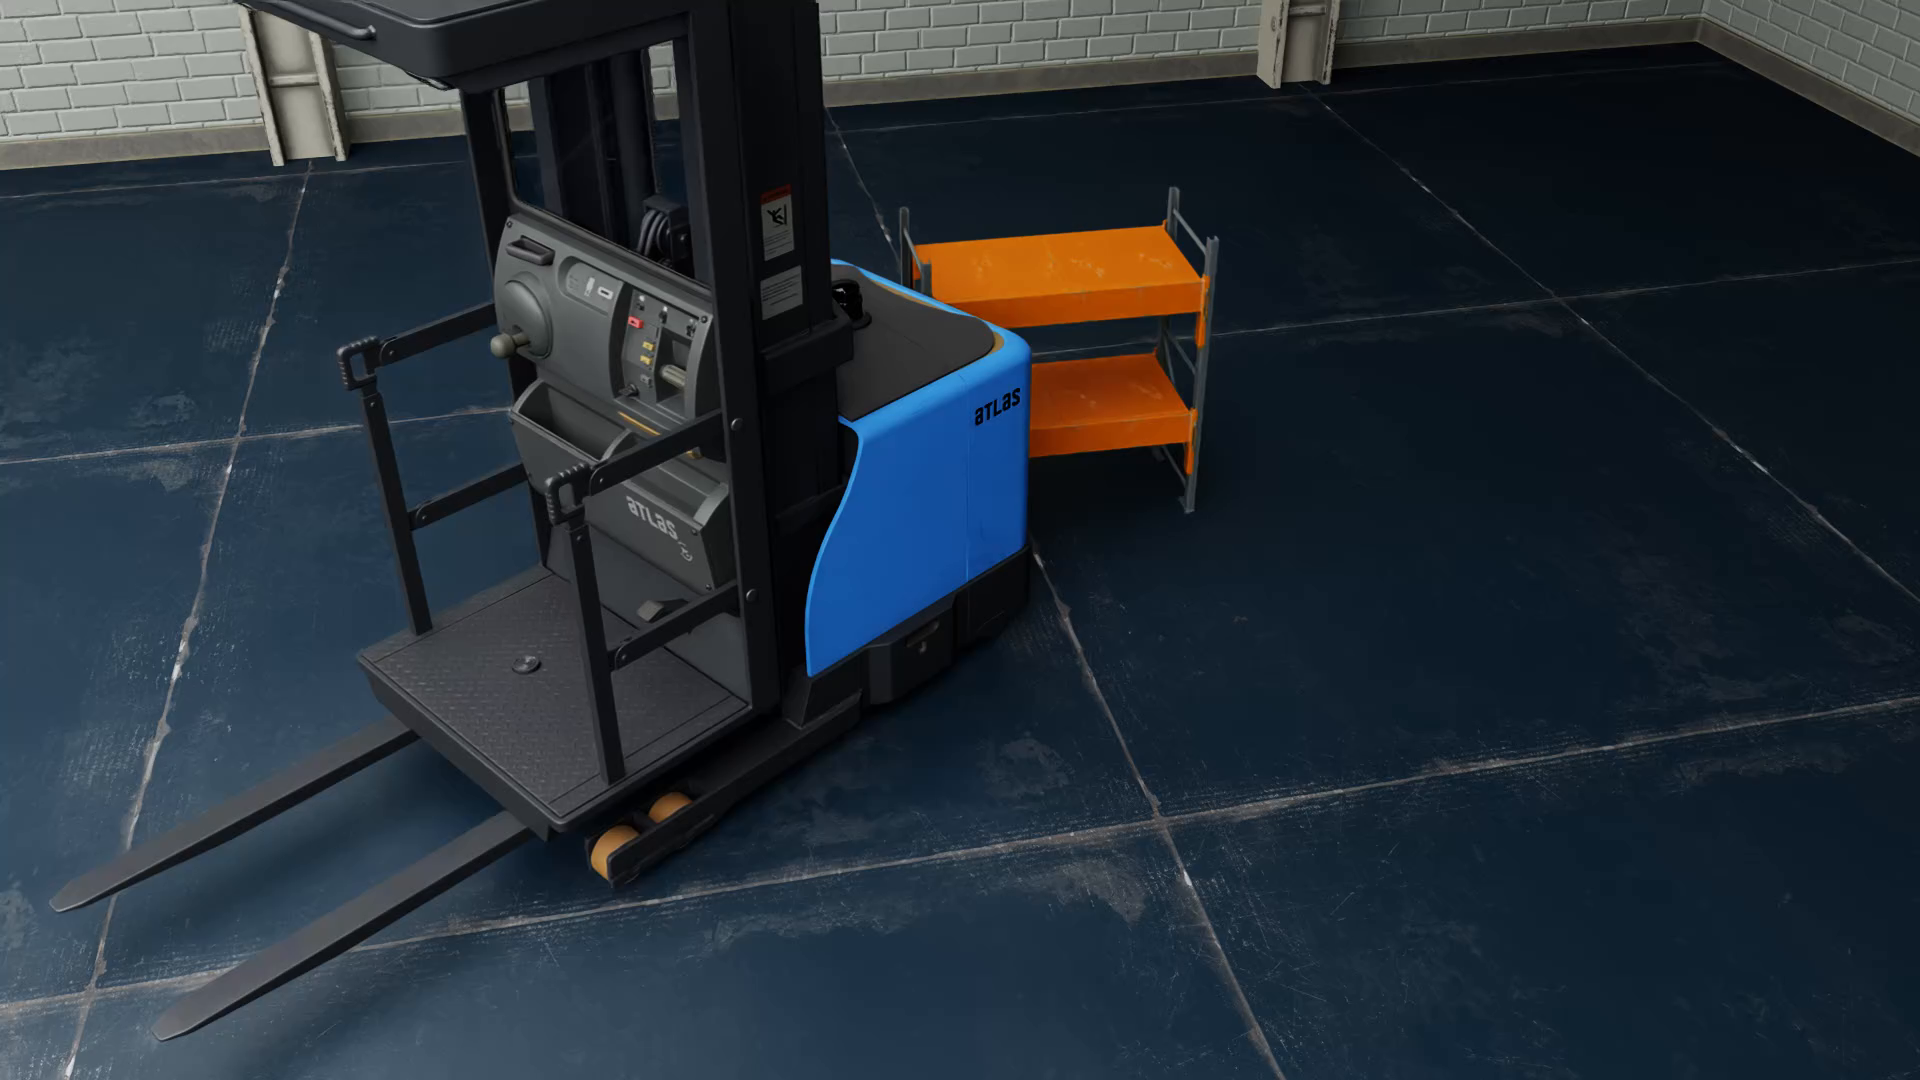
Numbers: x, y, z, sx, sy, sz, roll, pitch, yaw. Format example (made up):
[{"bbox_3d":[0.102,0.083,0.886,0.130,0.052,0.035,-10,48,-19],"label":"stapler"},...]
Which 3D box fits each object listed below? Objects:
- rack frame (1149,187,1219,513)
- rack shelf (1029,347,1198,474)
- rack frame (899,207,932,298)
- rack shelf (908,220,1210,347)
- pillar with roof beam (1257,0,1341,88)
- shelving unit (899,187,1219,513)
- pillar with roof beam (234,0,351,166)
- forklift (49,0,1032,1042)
[{"bbox_3d":[0.840,-0.710,6.299,0.032,1.125,0.500,-6,34,-9],"label":"rack frame"},{"bbox_3d":[0.341,-0.453,6.354,1.000,0.278,0.538,-6,34,-9],"label":"rack shelf"},{"bbox_3d":[-0.158,-0.602,6.137,0.032,1.125,0.500,-6,34,-9],"label":"rack frame"},{"bbox_3d":[0.341,-0.899,6.055,1.000,0.278,0.538,-6,34,-9],"label":"rack shelf"},{"bbox_3d":[3.082,-4.356,4.666,0.400,9.000,9.100,-7,35,-11],"label":"pillar with roof beam"},{"bbox_3d":[0.341,-0.656,6.218,1.048,1.125,0.538,-6,34,-9],"label":"shelving unit"},{"bbox_3d":[-2.770,-3.619,3.567,0.400,9.000,9.100,-7,35,-11],"label":"pillar with roof beam"},{"bbox_3d":[-1.137,-0.553,4.444,1.130,2.935,3.031,28,43,35],"label":"forklift"}]
